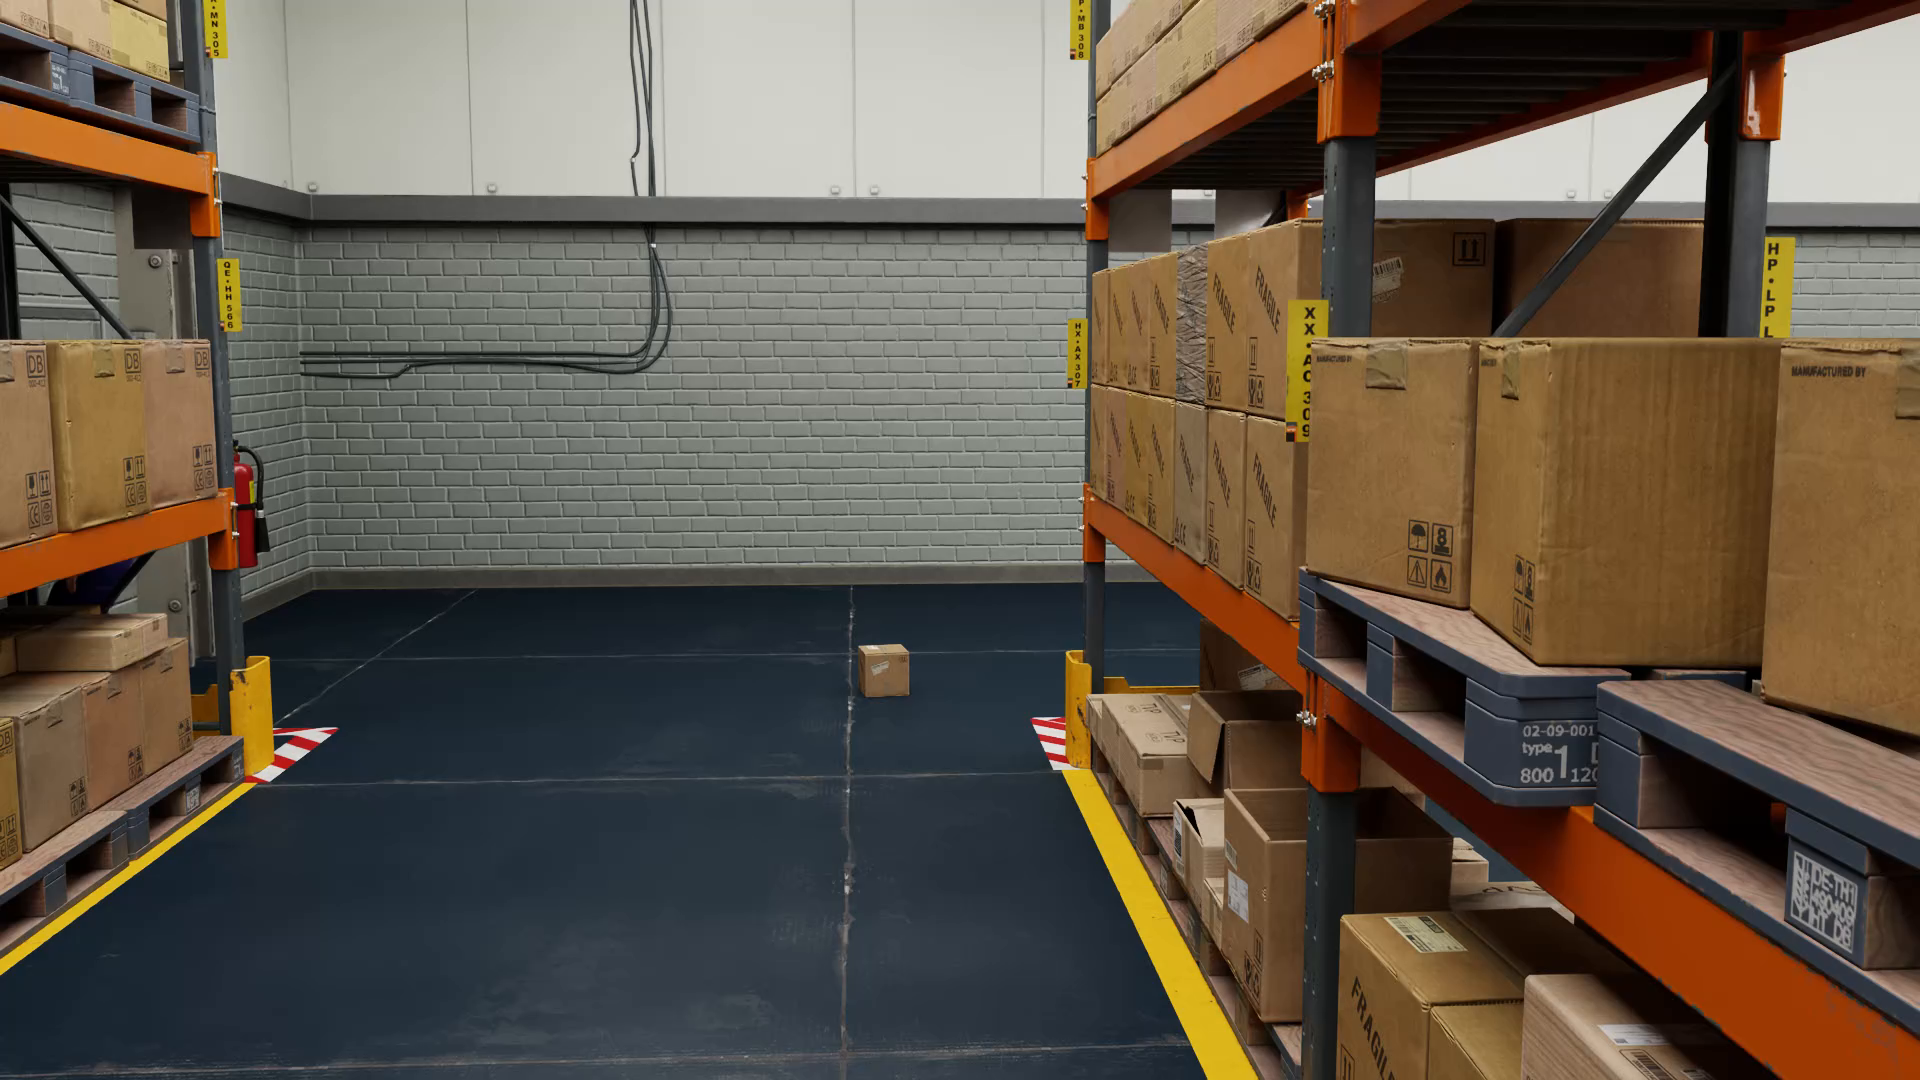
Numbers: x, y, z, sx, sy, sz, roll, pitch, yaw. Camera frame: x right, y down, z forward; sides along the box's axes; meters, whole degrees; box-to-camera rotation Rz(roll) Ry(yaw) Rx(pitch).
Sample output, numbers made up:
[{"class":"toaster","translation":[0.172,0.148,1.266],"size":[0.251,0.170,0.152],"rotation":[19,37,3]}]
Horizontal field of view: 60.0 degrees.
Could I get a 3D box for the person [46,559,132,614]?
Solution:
[{"class":"person","translation":[-4.581,0.128,8.711],"size":[0.482,1.636,0.509],"rotation":[-2,7,-16]}]
